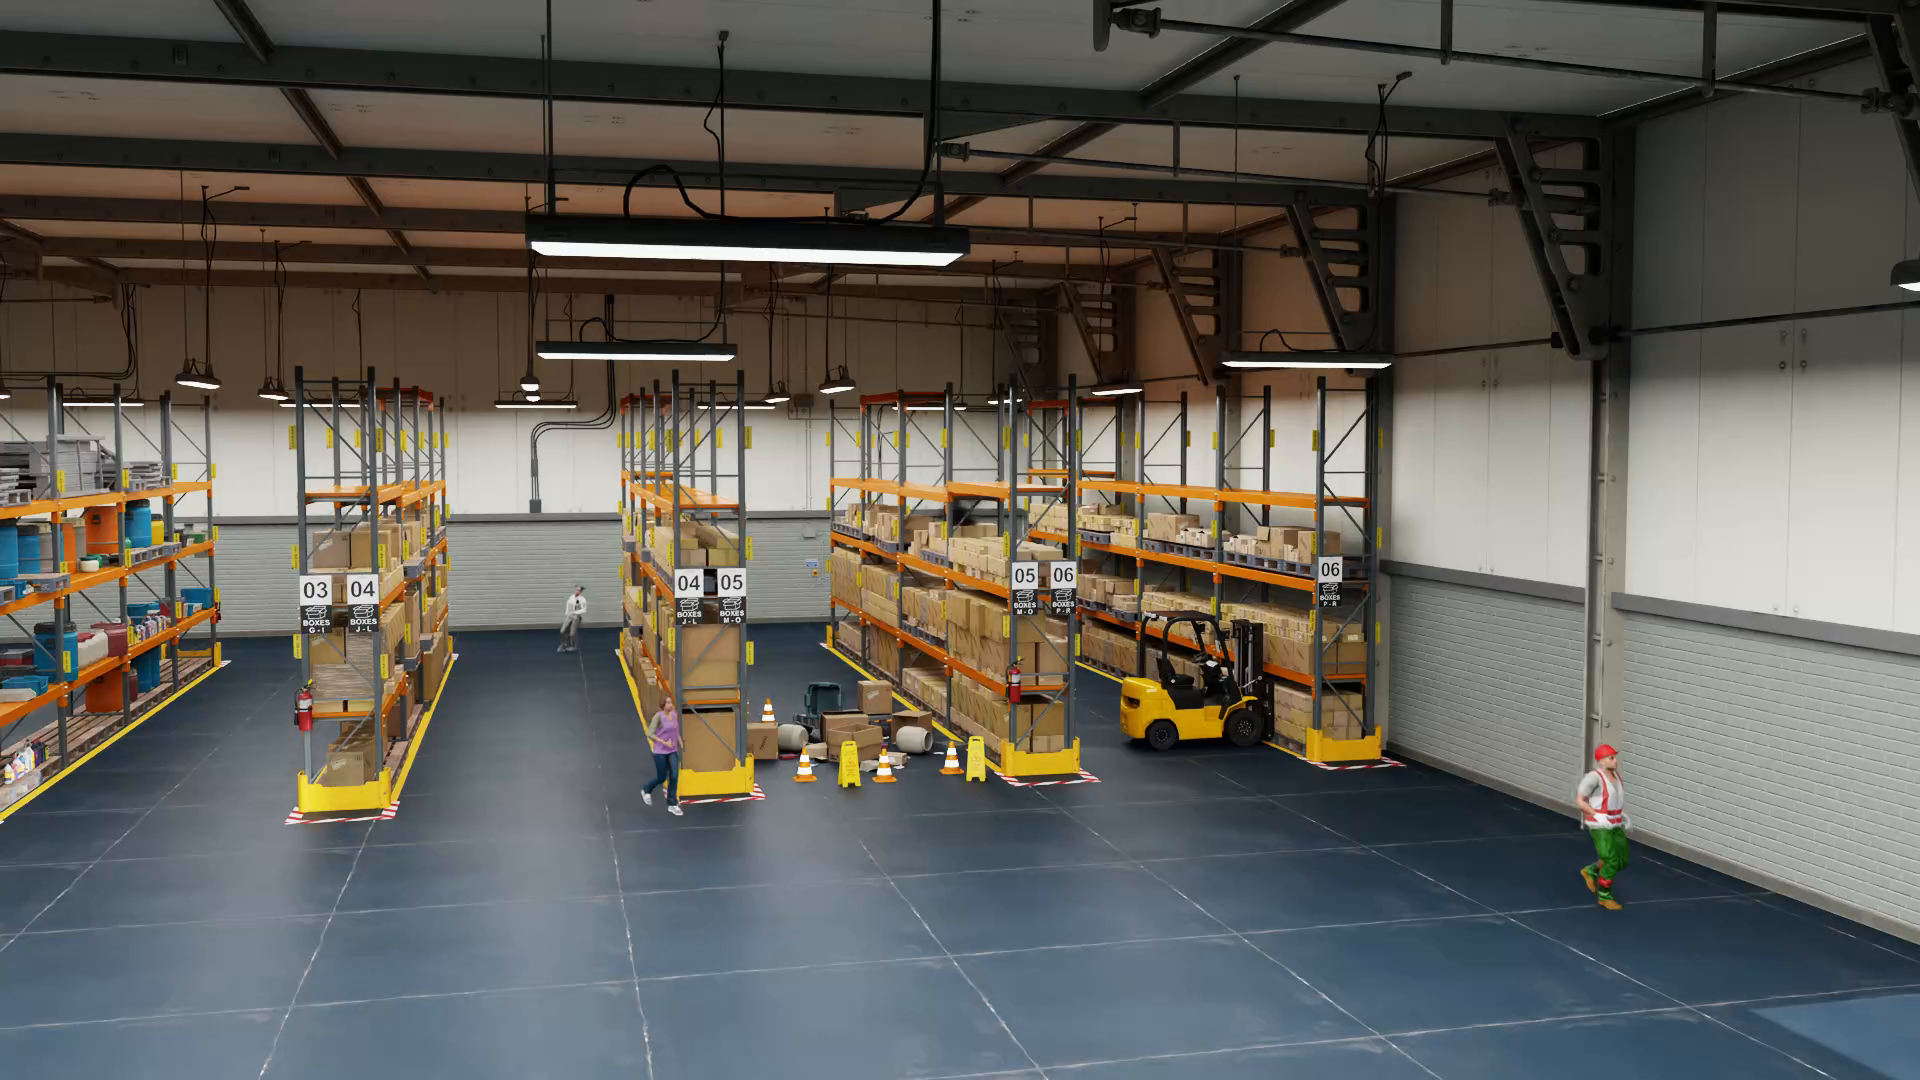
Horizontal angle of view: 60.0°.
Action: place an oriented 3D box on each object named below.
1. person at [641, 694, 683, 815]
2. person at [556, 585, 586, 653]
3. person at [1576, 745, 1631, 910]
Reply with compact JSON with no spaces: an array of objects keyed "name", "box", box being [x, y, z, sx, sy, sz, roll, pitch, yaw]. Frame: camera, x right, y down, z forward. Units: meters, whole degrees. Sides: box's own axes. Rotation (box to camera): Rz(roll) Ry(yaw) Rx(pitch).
[{"name":"person","box":[-3.997,2.874,22.441,0.744,1.606,0.566,3,5,41]},{"name":"person","box":[-9.163,1.855,39.261,0.769,1.634,0.626,1,4,19]},{"name":"person","box":[6.884,3.061,17.845,0.666,1.751,0.550,-2,4,-31]}]
